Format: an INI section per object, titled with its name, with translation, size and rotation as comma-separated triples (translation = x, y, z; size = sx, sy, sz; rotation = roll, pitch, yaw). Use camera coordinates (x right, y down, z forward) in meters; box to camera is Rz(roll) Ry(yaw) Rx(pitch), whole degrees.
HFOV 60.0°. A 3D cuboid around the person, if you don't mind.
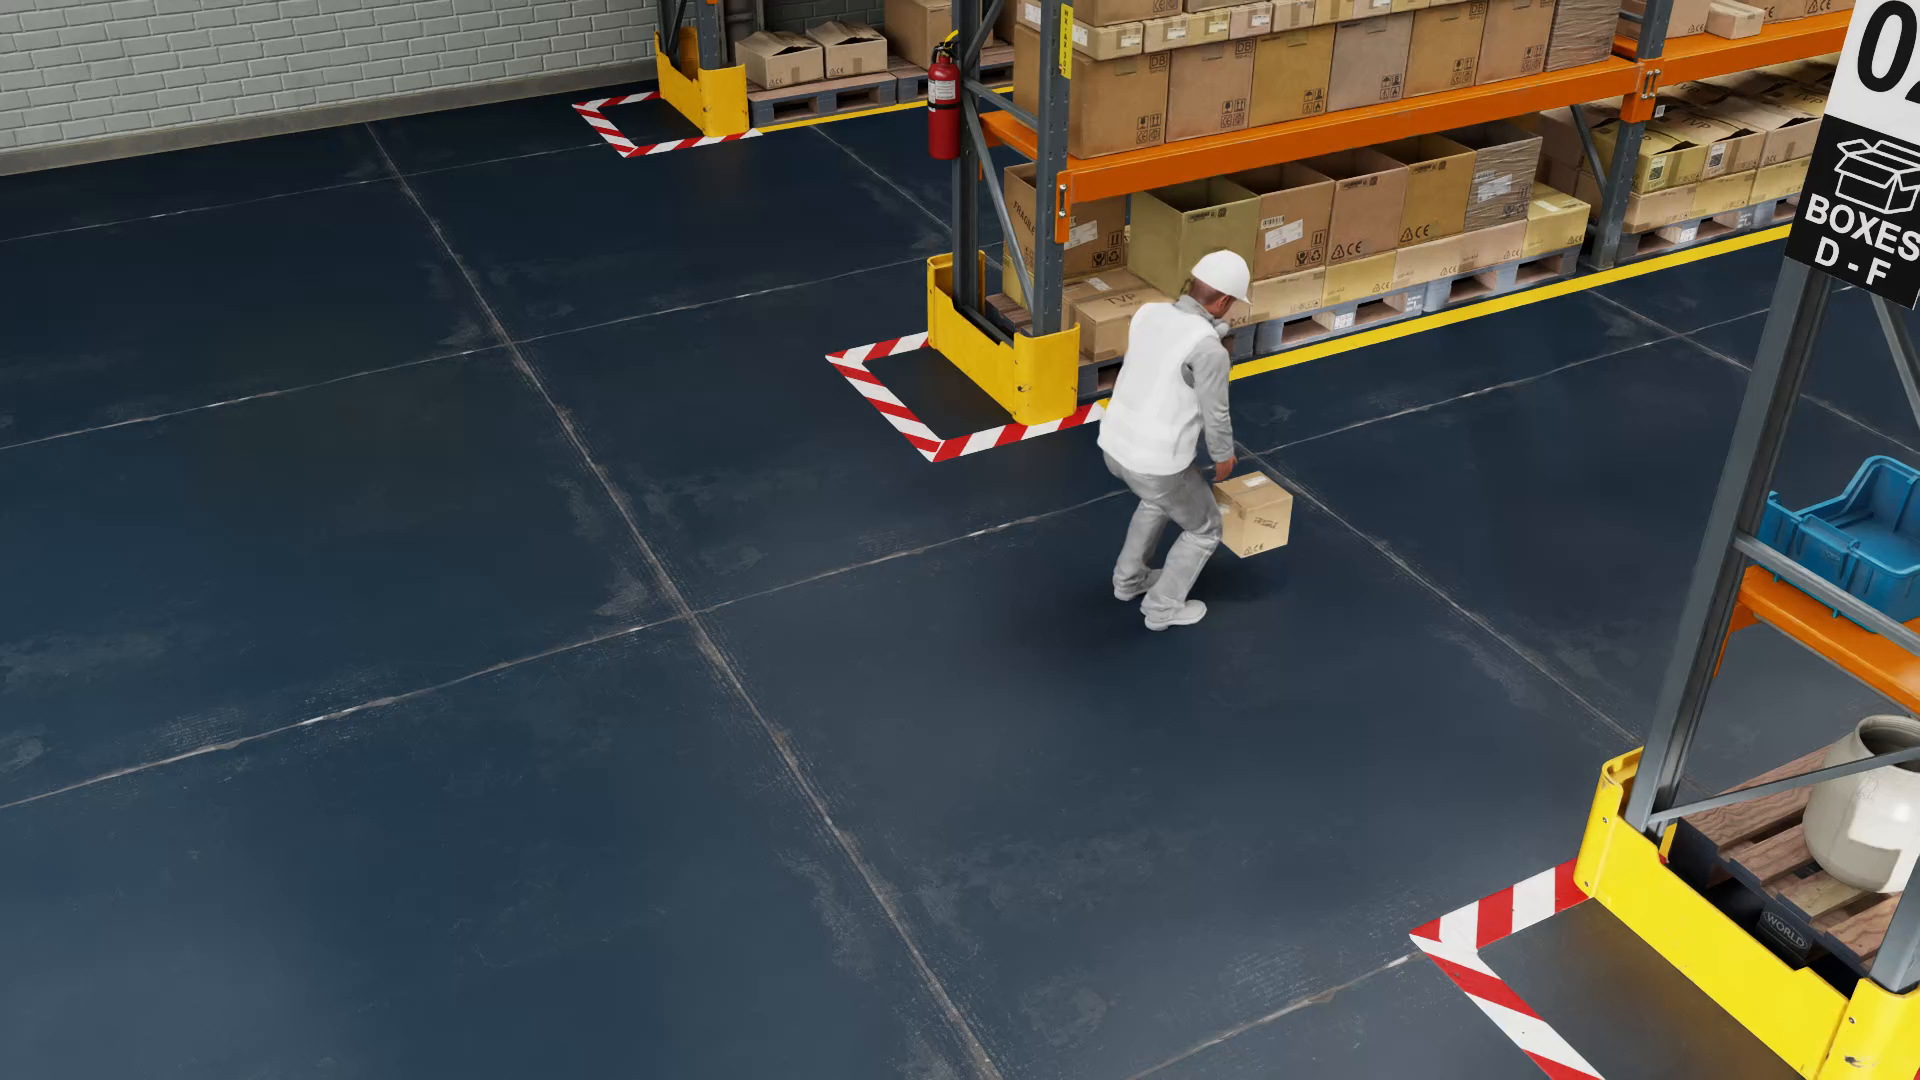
[person]
translation = 0.880, -0.415, 6.921
size = 0.627, 1.607, 0.583
rotation = -15, 36, -22
